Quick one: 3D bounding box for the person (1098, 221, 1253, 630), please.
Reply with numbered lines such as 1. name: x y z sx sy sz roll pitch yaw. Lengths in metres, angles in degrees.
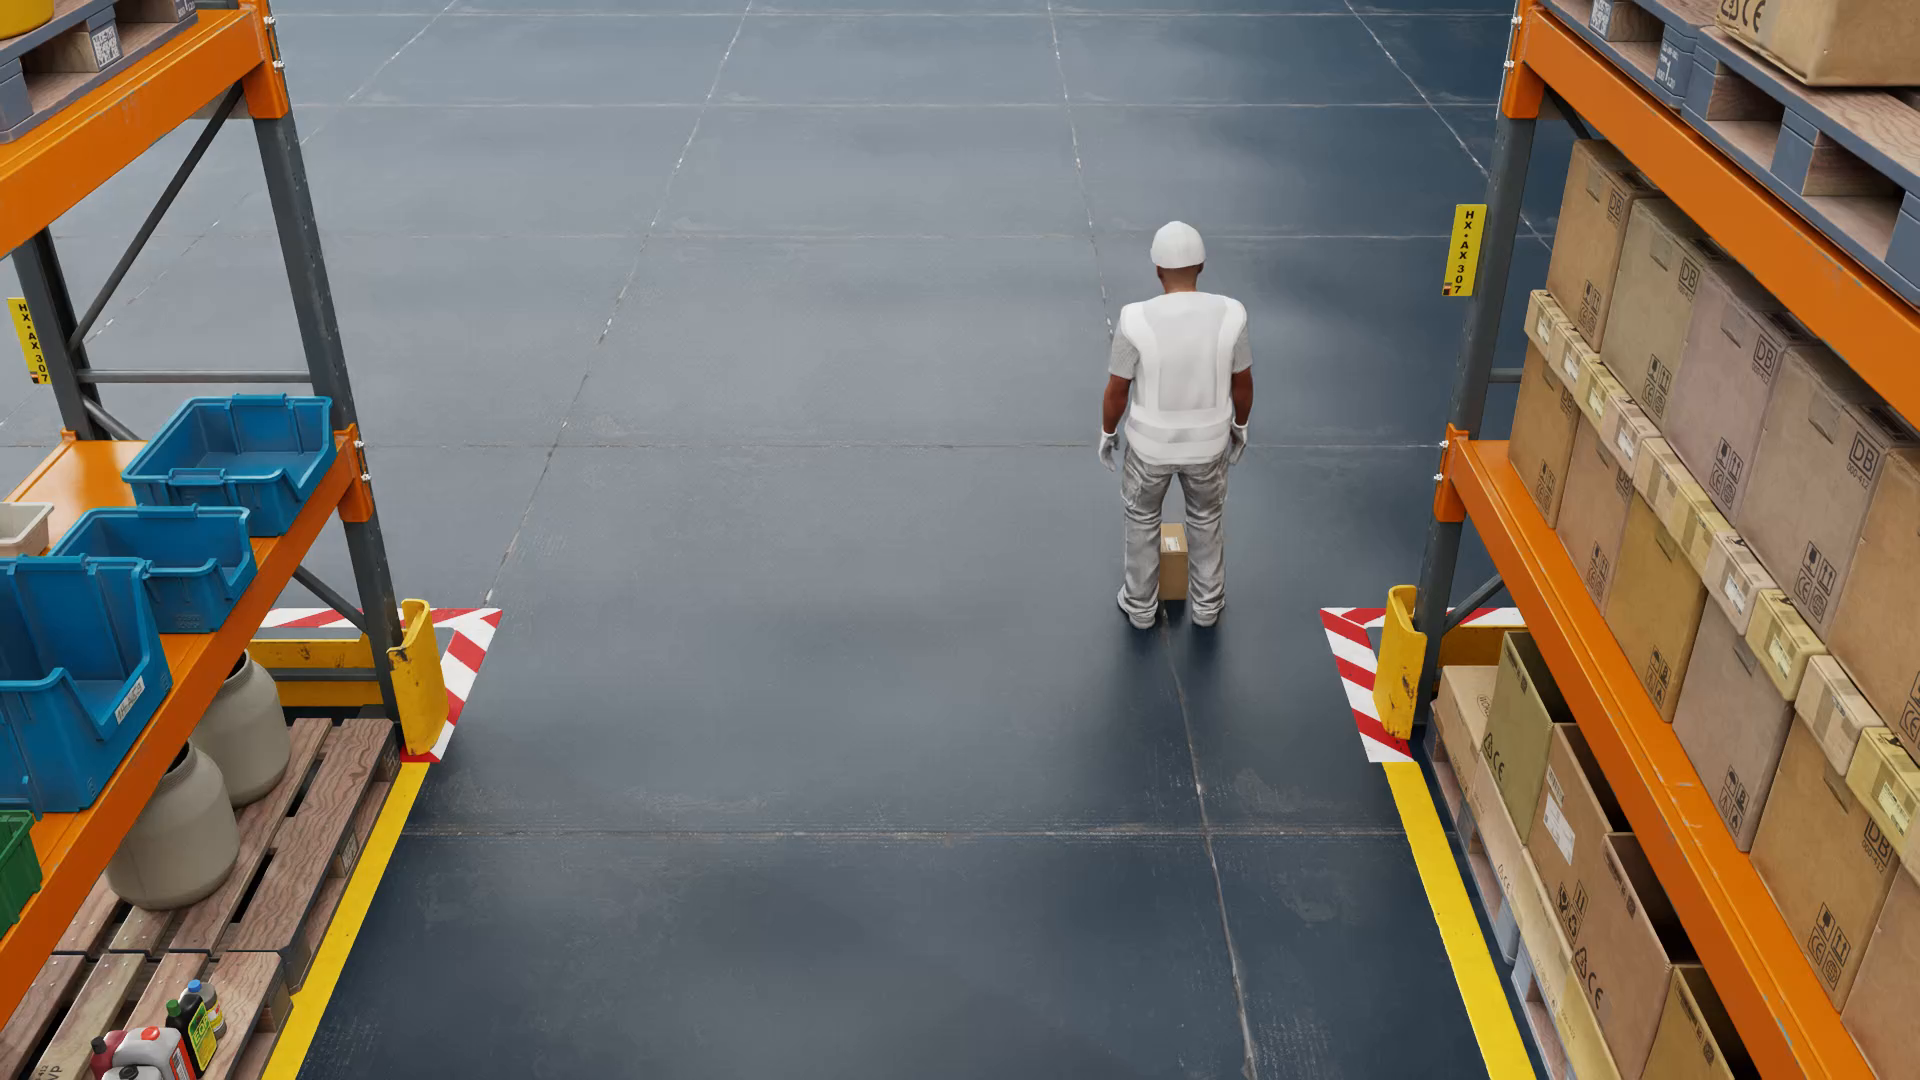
1. person: 0.882 -0.434 6.839 0.625 1.773 0.452 -2 31 -3
